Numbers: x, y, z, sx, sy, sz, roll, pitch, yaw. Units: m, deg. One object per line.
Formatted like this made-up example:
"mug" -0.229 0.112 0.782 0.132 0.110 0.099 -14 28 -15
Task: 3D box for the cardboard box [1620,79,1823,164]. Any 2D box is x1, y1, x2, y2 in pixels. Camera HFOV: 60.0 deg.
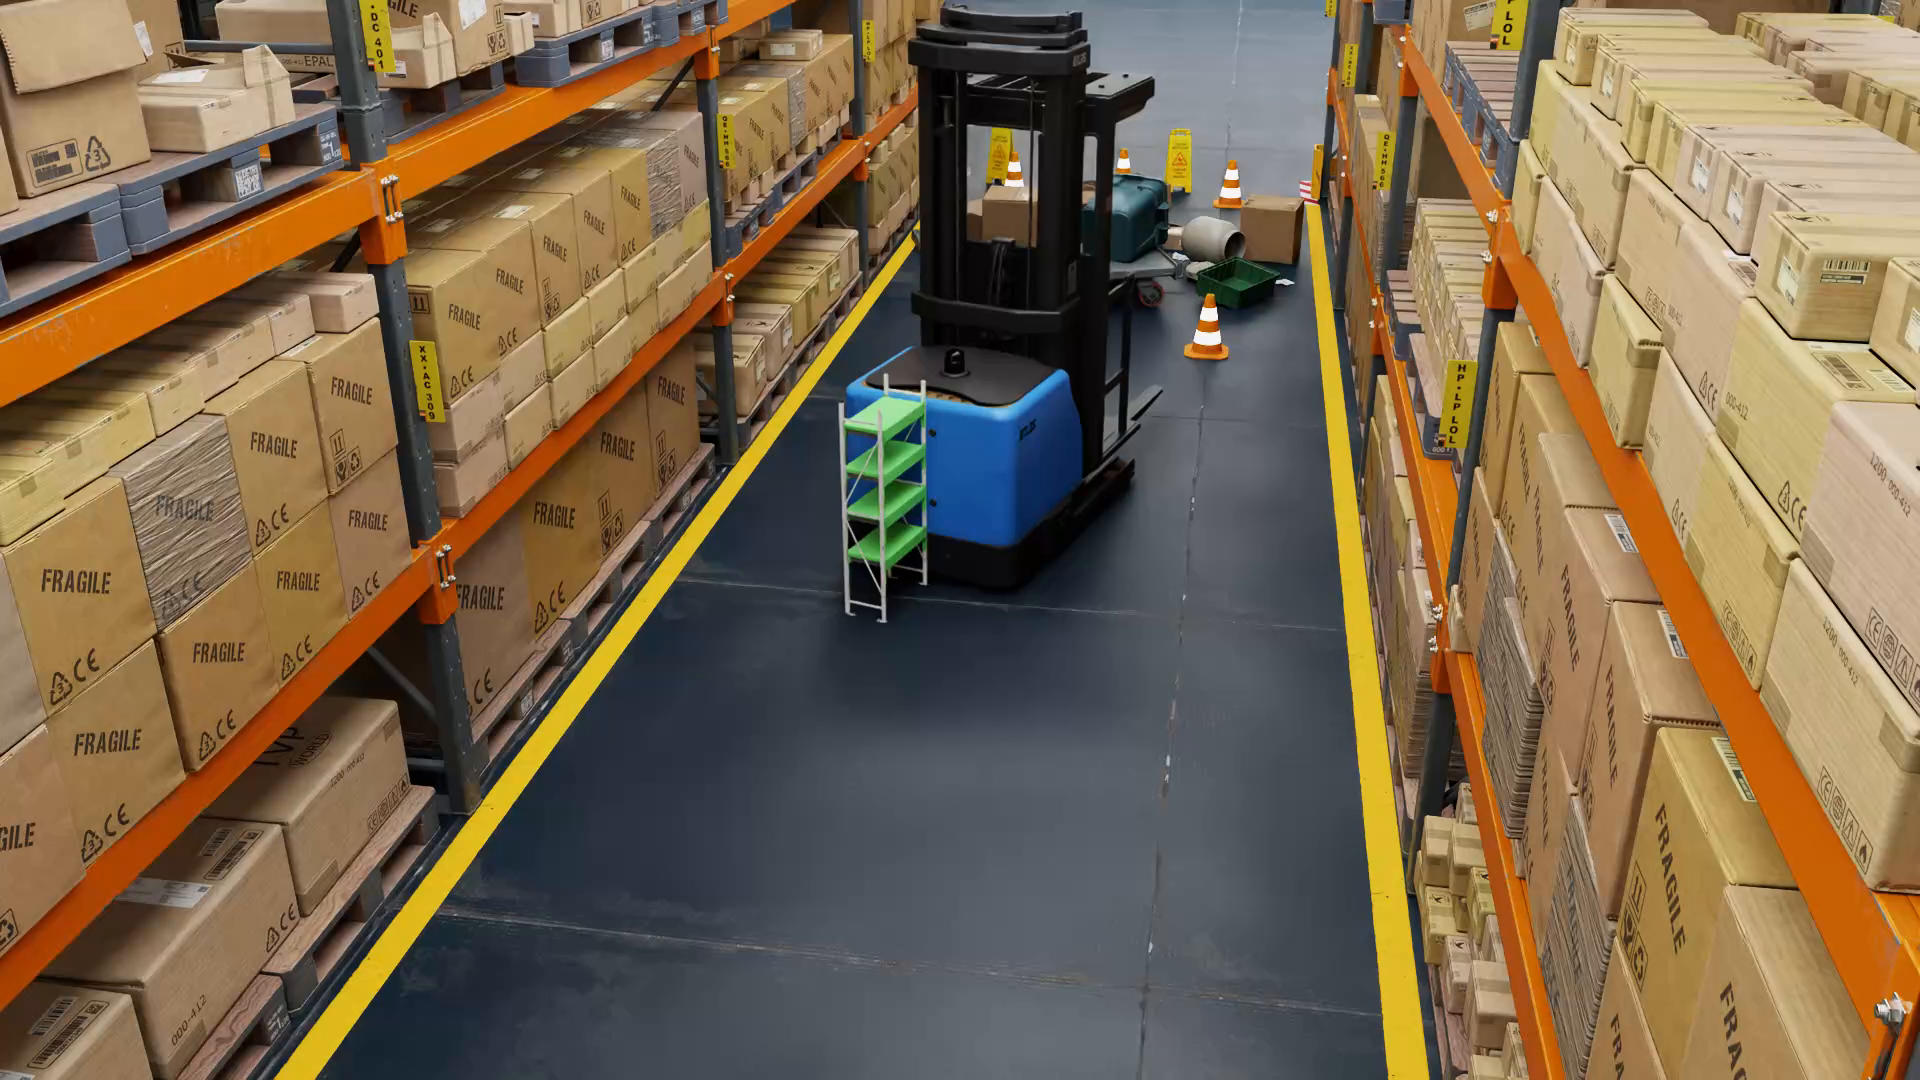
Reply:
"cardboard box" 1.755 -0.963 3.848 0.380 0.149 0.250 5 26 11

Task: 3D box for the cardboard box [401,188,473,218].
"cardboard box" -2.592 -1.348 7.793 0.500 0.500 0.500 5 26 10

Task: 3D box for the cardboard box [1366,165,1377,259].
"cardboard box" 2.849 -2.051 10.475 0.500 0.500 0.500 4 25 9

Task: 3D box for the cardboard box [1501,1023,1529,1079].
"cardboard box" 1.841 1.596 4.968 0.380 0.149 0.250 3 25 6

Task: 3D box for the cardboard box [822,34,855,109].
"cardboard box" -1.138 -3.725 13.205 0.500 0.500 0.500 4 25 8

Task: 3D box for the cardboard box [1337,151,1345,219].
"cardboard box" 4.077 -3.507 15.716 0.875 0.875 0.875 4 25 8

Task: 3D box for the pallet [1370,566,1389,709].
"pallet" 2.626 0.509 8.414 1.003 0.211 1.213 4 25 9

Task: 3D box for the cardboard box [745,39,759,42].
"cardboard box" -1.649 -3.757 13.275 0.500 0.500 0.500 5 25 10

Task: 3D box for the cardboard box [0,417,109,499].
"cardboard box" -2.629 -0.224 4.629 0.380 0.149 0.250 4 25 9

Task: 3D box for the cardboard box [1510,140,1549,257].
"cardboard box" 1.968 -1.032 5.055 0.500 0.250 0.500 5 26 11

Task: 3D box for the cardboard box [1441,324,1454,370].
"cardboard box" 2.386 -0.860 7.498 0.380 0.149 0.250 4 25 9

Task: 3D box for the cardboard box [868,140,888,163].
"cardboard box" -0.847 -3.418 14.612 0.380 0.149 0.250 4 25 9

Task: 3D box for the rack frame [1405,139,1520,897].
"rack frame" 2.304 0.083 6.034 1.000 3.000 0.127 4 25 9

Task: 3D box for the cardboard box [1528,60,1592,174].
"cardboard box" 1.988 -1.249 4.930 0.500 0.250 0.500 5 26 10

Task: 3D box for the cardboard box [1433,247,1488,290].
"cardboard box" 2.519 -1.317 8.124 0.380 0.149 0.250 5 26 11

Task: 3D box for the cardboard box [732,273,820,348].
"cardboard box" -1.598 -1.752 12.559 0.950 0.372 0.625 5 26 10

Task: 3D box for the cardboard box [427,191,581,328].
"cardboard box" -2.101 -1.304 7.700 0.500 0.500 0.500 3 25 7

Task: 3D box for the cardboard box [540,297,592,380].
"cardboard box" -2.080 -0.970 7.871 0.500 0.250 0.500 4 25 9

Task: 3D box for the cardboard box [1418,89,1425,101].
"cardboard box" 3.122 -2.487 10.227 0.700 0.500 0.500 4 25 8

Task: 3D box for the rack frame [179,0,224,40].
"rack frame" -6.187 -3.906 14.556 1.000 3.000 0.127 4 25 9

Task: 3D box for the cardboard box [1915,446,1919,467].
"cardboard box" 1.414 -0.101 2.006 0.380 0.149 0.250 4 25 8

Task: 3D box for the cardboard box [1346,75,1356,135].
"cardboard box" 3.727 -3.717 13.977 0.875 0.550 0.550 4 25 9

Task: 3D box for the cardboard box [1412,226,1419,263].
"cardboard box" 2.680 -1.613 9.107 0.380 0.149 0.250 5 26 11

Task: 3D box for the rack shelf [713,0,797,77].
"rack shelf" -1.616 -3.760 11.554 1.077 0.370 4.000 4 25 9

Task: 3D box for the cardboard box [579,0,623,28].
"cardboard box" -1.945 -2.727 7.887 0.500 0.500 0.500 4 25 9

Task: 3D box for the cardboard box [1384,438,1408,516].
"cardboard box" 2.429 -0.298 8.416 0.500 0.250 0.500 4 25 9

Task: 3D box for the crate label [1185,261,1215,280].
"crate label" 2.140 -2.357 14.624 0.298 0.136 0.250 -14 29 -27

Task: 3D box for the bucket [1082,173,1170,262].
"bucket" 1.359 -2.685 14.017 0.726 0.611 0.620 13 38 26

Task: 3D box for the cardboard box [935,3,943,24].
"cardboard box" -0.452 -5.170 16.789 0.500 0.500 0.500 4 25 8

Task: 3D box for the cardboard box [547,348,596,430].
"cardboard box" -2.082 -0.745 7.981 0.500 0.250 0.500 4 25 8

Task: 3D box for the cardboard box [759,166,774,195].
"cardboard box" -1.471 -2.431 11.206 0.380 0.149 0.250 4 25 9

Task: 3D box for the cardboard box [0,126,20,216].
"cardboard box" -2.773 -1.017 4.114 0.500 0.500 0.500 4 25 9

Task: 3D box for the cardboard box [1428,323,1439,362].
"cardboard box" 2.470 -0.938 8.018 0.380 0.149 0.250 4 25 9

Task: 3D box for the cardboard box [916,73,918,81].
"cardboard box" -0.493 -4.622 16.383 0.380 0.149 0.250 4 25 9

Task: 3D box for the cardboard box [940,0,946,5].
"cardboard box" -0.503 -5.640 16.614 0.700 0.500 0.500 3 25 7

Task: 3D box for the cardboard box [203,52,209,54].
"cardboard box" -6.456 -4.113 14.115 0.380 0.149 0.250 3 25 7

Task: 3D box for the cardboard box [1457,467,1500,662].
"cardboard box" 1.974 0.093 5.545 0.500 0.500 0.500 4 25 8

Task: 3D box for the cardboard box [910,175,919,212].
"cardboard box" -0.674 -3.389 16.200 0.500 0.250 0.500 3 25 7

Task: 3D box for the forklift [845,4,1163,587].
"forklift" 0.450 -1.665 9.851 1.130 2.935 3.031 11 27 23

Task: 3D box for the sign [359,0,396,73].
"sign" -2.049 -1.808 5.833 0.100 0.325 0.005 4 25 9

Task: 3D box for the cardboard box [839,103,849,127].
"cardboard box" -1.101 -3.406 13.288 0.380 0.149 0.250 4 25 9

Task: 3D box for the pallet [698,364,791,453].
"pallet" -1.814 -0.954 11.540 1.003 0.211 1.213 4 25 9

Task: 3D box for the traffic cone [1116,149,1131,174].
"traffic cone" 1.718 -3.884 17.501 0.336 0.463 0.334 4 25 9

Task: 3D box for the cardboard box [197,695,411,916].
"cardboard box" -2.805 1.008 6.586 0.875 0.438 0.875 4 25 8

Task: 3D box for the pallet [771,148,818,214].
"pallet" -1.660 -2.634 12.066 1.003 0.211 1.213 4 25 9

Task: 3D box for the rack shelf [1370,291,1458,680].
"rack shelf" 2.630 -0.428 7.974 1.077 0.370 4.000 4 25 9

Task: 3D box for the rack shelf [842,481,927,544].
"rack shelf" -0.396 -0.161 8.830 0.258 0.148 0.480 11 27 23

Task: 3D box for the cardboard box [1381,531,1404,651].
"cardboard box" 2.348 0.269 8.090 0.500 0.500 0.500 3 25 7

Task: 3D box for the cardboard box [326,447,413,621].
"cardboard box" -2.420 -0.051 6.203 0.500 0.500 0.500 4 25 9

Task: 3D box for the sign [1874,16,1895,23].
"sign" 2.840 -1.475 5.215 0.100 0.325 0.005 4 25 9

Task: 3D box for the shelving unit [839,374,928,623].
"shelving unit" -0.396 -0.219 8.803 0.258 1.200 0.503 11 27 23

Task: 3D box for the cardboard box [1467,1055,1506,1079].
"cardboard box" 1.753 1.723 5.048 0.380 0.149 0.250 4 25 8

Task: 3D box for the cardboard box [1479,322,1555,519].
"cardboard box" 1.989 -0.378 5.371 0.500 0.500 0.500 5 25 10

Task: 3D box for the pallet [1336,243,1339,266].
"pallet" 3.812 -2.312 14.441 1.003 0.211 1.213 4 25 9

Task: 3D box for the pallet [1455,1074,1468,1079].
"pallet" 2.032 2.141 4.927 1.003 0.211 1.213 4 25 9

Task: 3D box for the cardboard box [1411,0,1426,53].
"cardboard box" 2.601 -2.773 8.480 0.500 0.500 0.500 4 25 9
